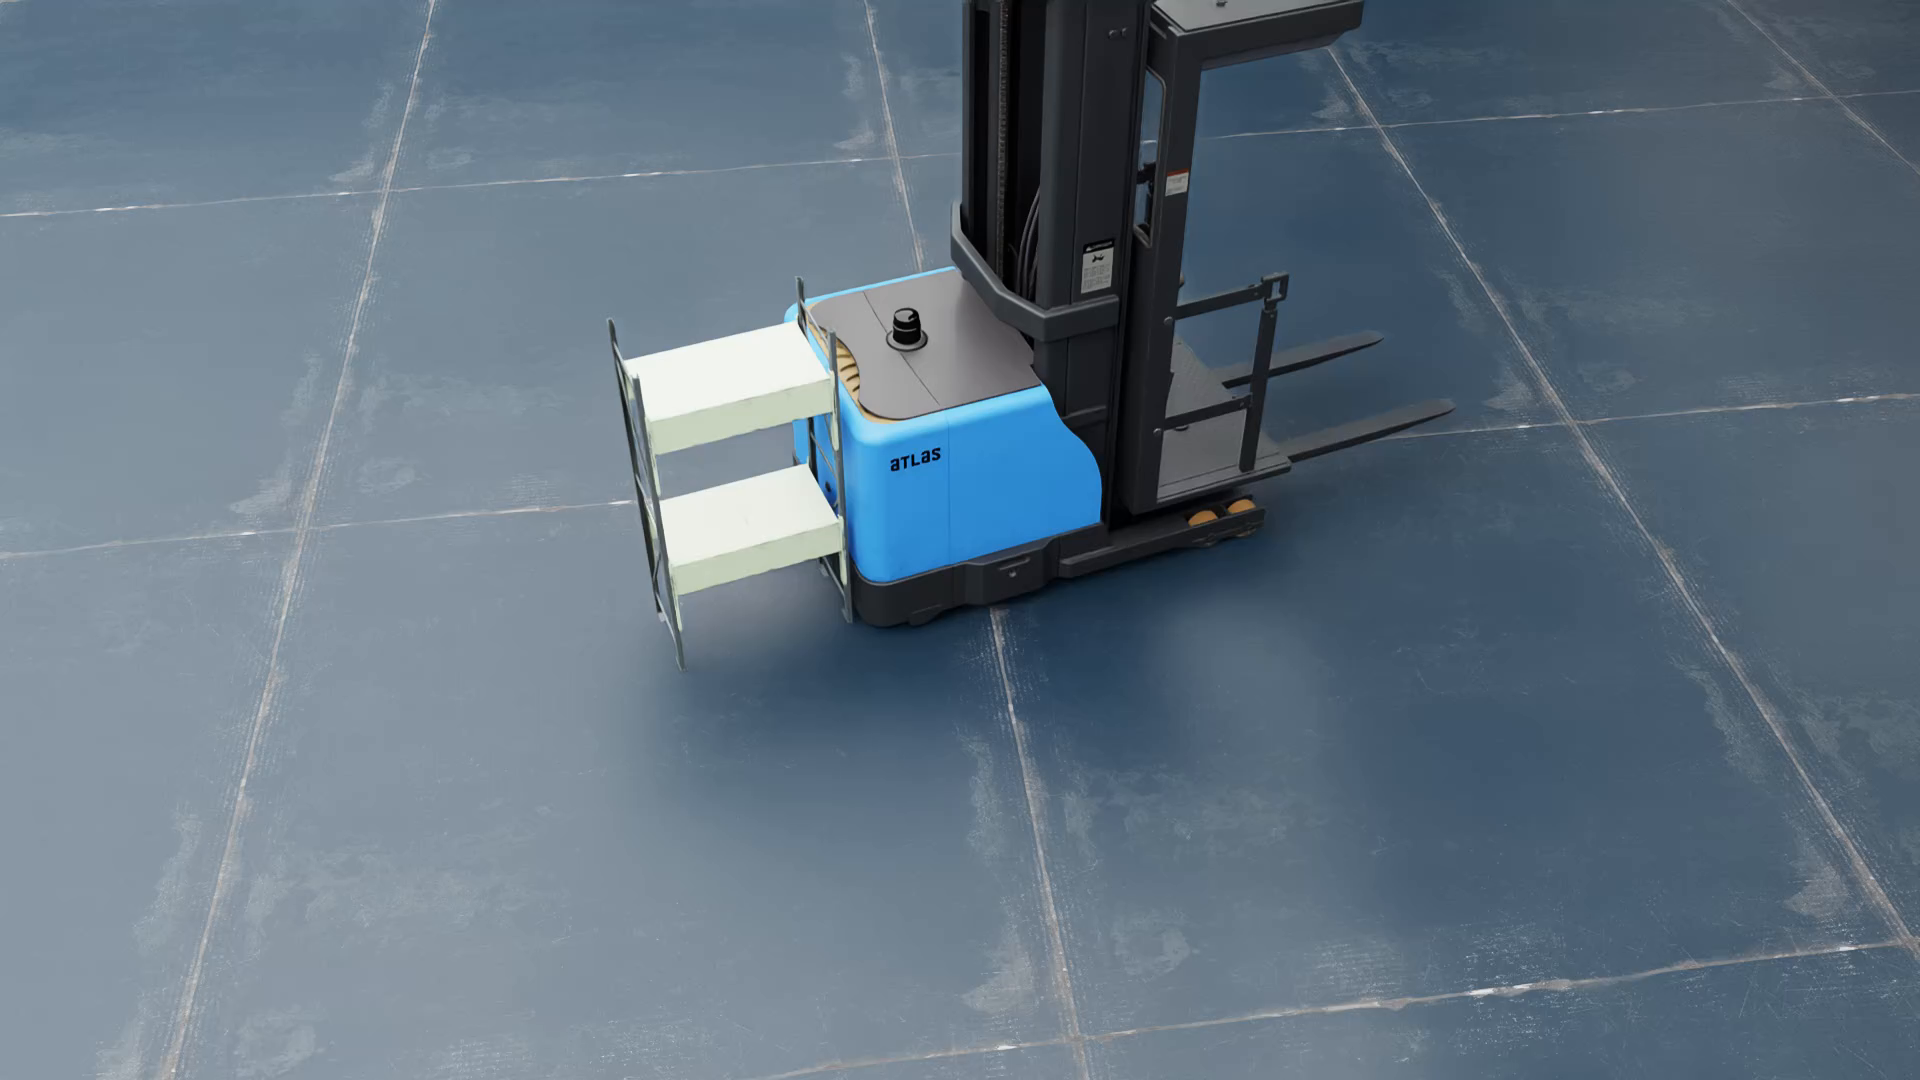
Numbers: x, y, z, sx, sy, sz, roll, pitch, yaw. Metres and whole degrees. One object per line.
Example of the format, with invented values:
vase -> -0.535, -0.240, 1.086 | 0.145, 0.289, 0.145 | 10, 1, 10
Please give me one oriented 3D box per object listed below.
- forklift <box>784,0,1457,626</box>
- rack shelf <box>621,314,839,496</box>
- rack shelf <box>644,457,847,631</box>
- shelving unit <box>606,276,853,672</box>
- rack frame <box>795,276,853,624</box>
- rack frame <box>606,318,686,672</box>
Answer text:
forklift -> 0.816, -1.366, 6.791 | 3.031, 2.935, 1.130 | -16, 44, -17
rack shelf -> -0.879, -0.521, 6.340 | 0.720, 0.370, 0.431 | -16, 44, -17
rack shelf -> -0.879, 0.011, 6.820 | 0.720, 0.370, 0.431 | -16, 44, -17
shelving unit -> -0.879, -0.231, 6.602 | 0.755, 1.500, 0.431 | -16, 44, -17
rack frame -> -0.542, -0.326, 6.707 | 0.023, 1.500, 0.400 | -16, 44, -17
rack frame -> -1.217, -0.136, 6.497 | 0.023, 1.500, 0.400 | -16, 44, -17
